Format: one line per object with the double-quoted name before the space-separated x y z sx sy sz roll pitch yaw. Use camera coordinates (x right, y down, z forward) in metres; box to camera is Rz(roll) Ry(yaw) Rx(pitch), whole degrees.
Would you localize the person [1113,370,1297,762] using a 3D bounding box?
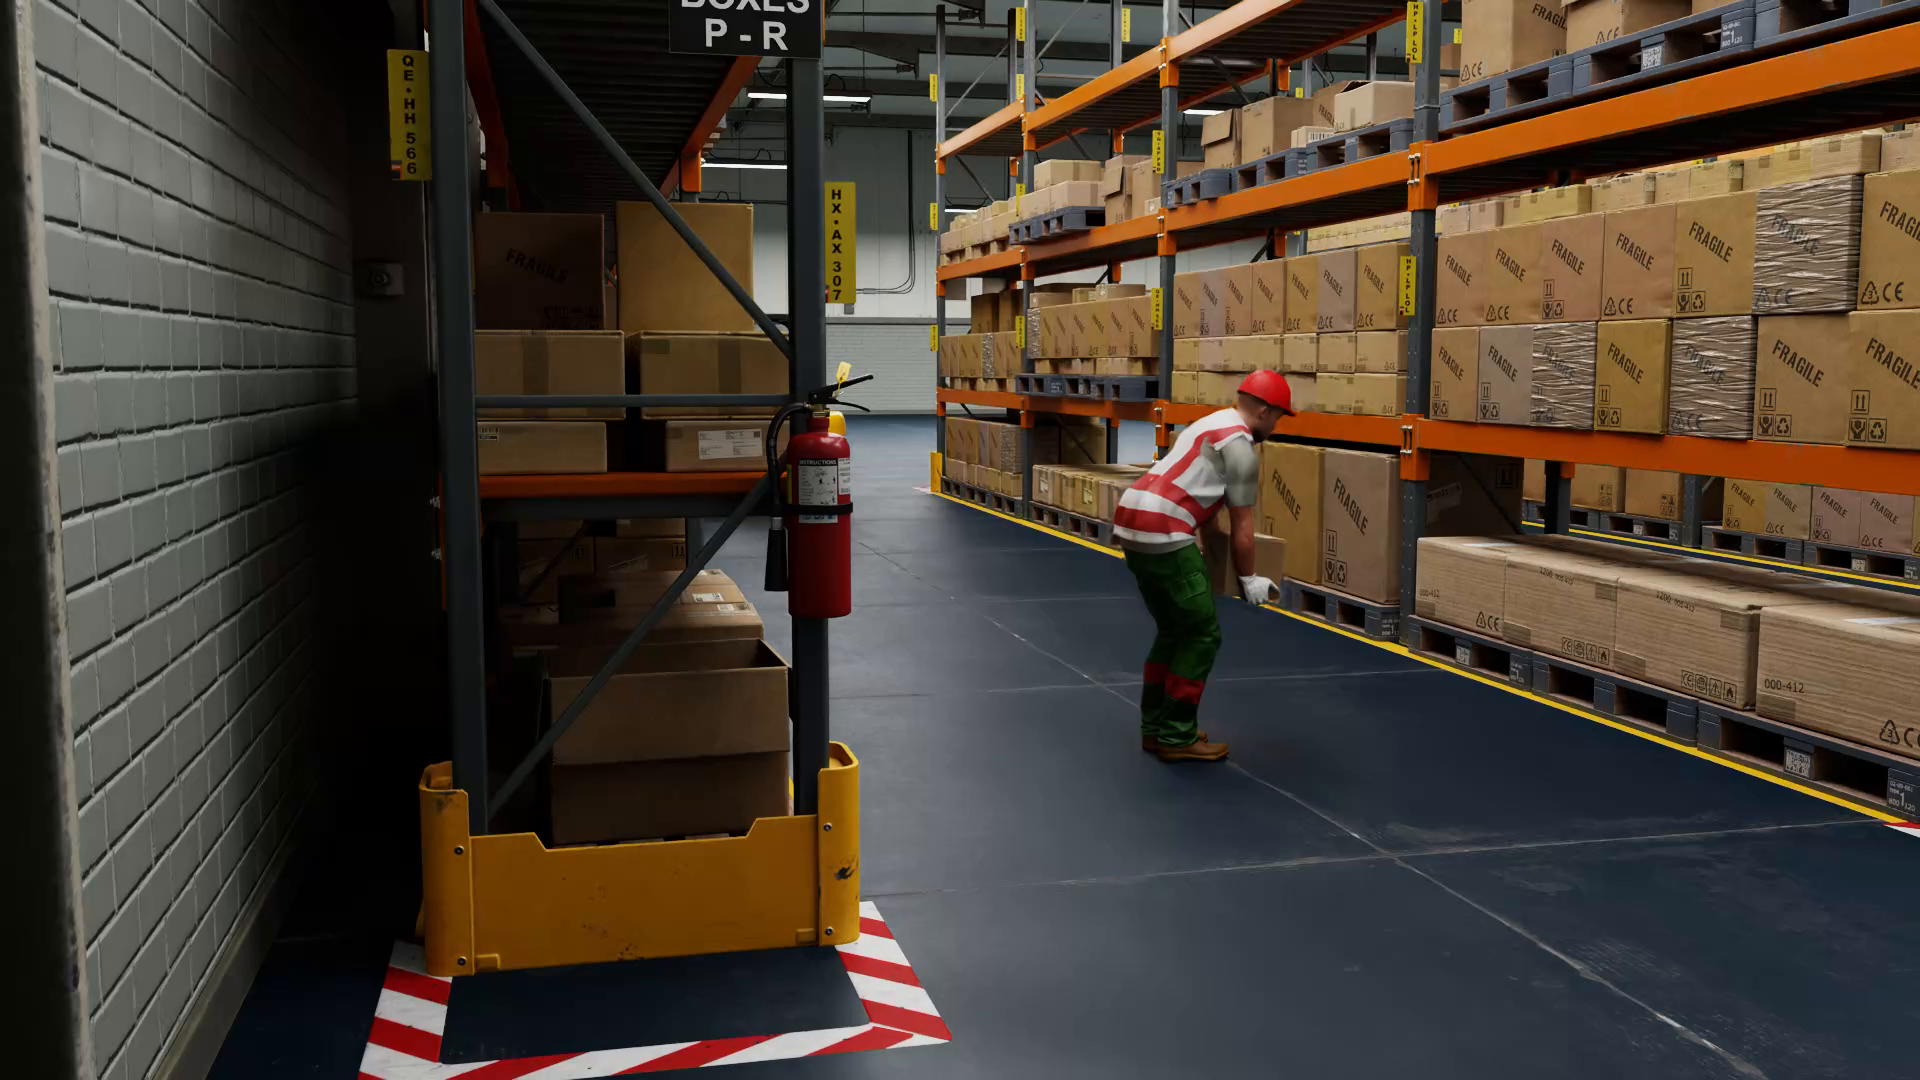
"person" 1.023 0.094 6.858 0.782 1.583 0.487 -2 6 -15
